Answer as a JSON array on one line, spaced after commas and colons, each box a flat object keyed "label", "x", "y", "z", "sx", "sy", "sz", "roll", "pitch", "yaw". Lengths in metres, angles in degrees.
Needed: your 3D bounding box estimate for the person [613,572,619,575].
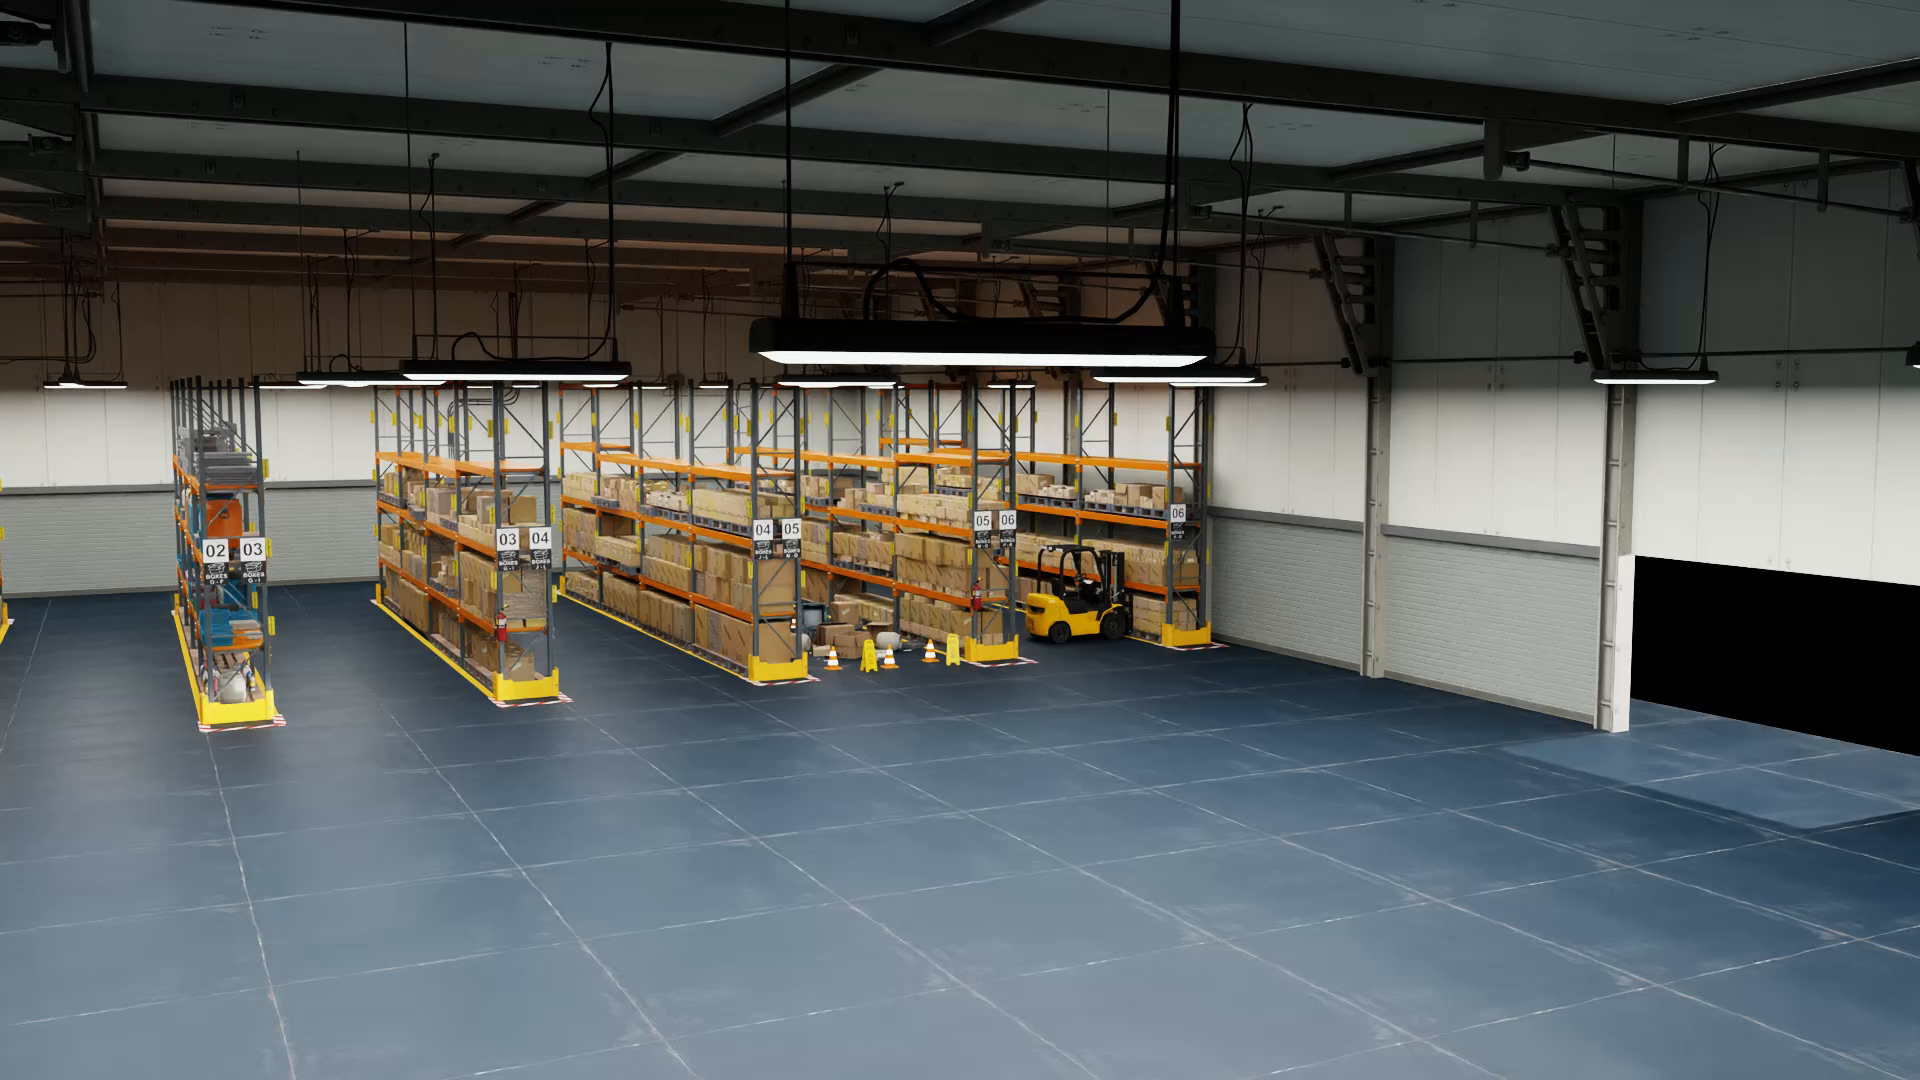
[{"label": "person", "x": -10.414, "y": 0.306, "z": 51.125, "sx": 0.632, "sy": 1.751, "sz": 1.009, "roll": 5, "pitch": 7, "yaw": 44}]
